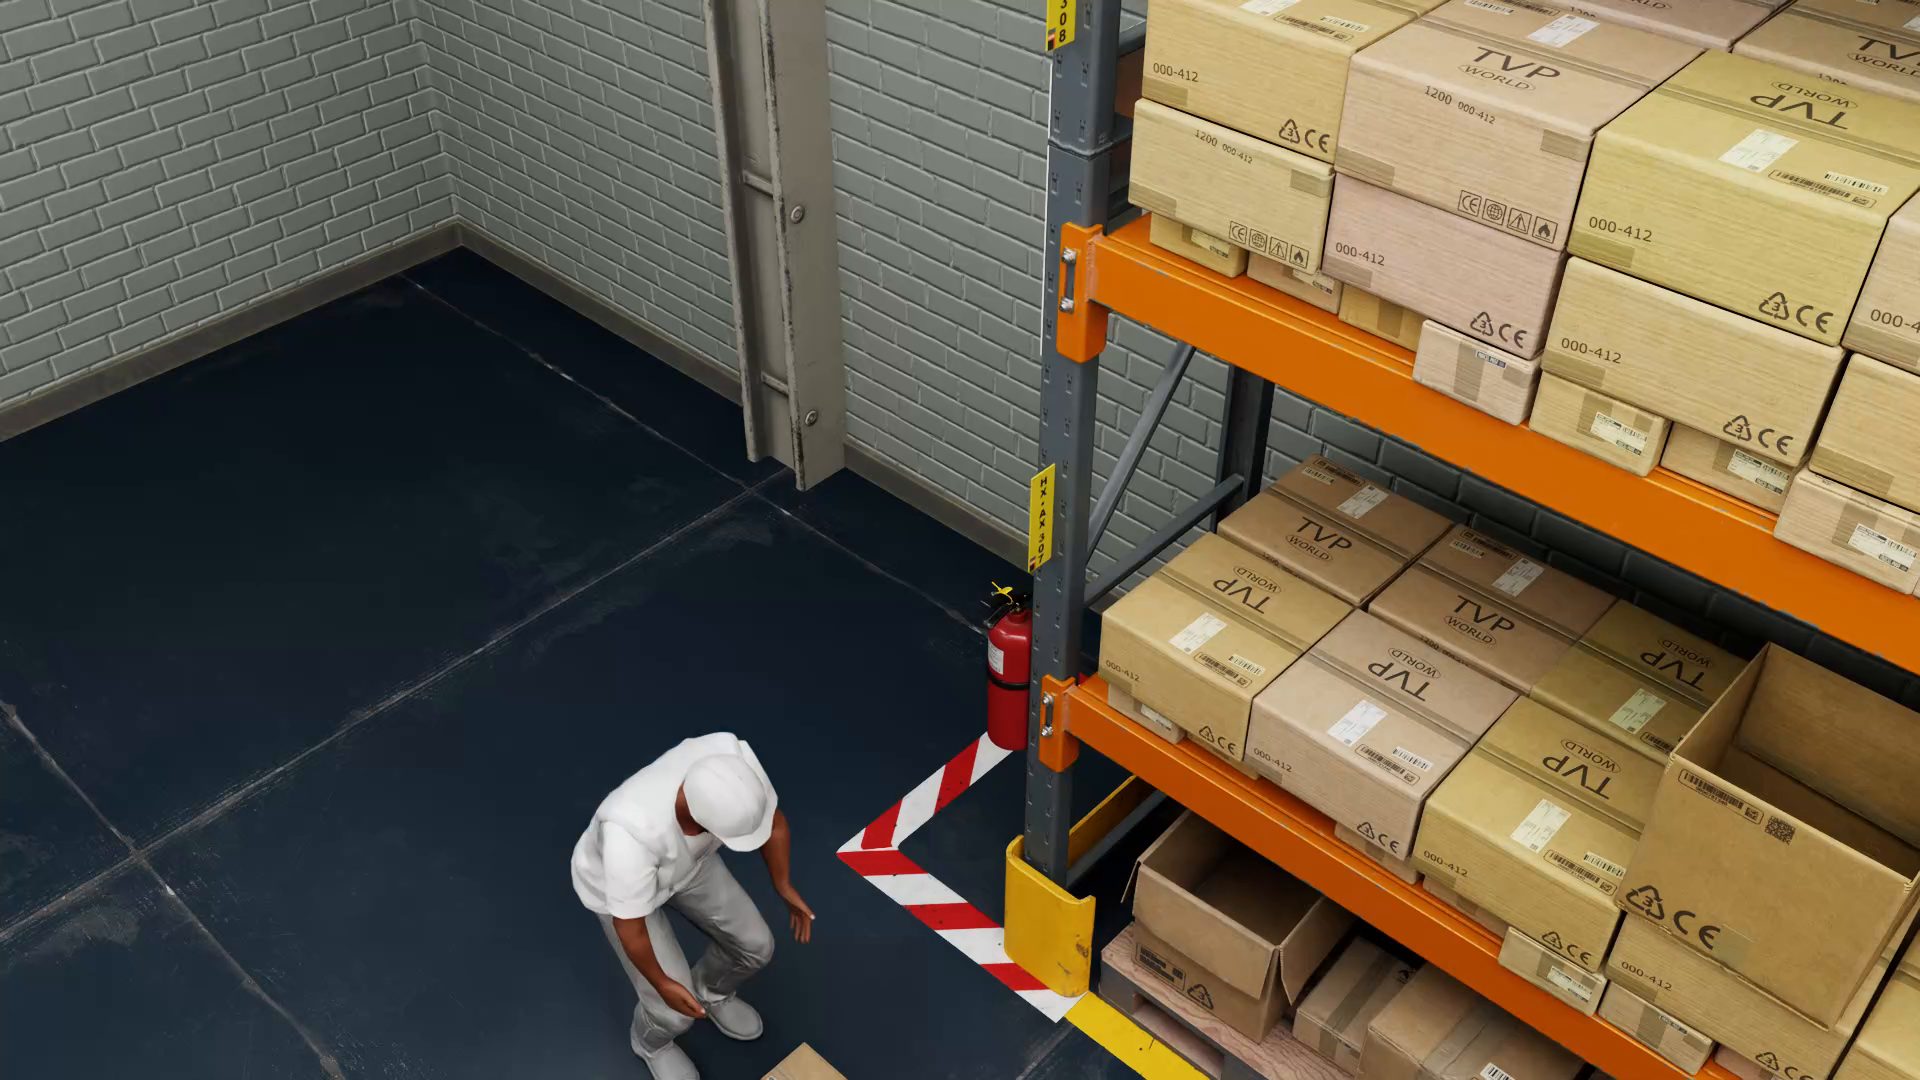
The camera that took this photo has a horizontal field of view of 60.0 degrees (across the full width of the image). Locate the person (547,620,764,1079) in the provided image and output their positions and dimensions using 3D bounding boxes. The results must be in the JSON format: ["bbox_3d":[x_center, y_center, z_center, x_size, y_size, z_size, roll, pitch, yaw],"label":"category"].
[{"bbox_3d":[-0.840,0.976,4.935,0.541,1.769,0.548,30,48,32],"label":"person"}]
